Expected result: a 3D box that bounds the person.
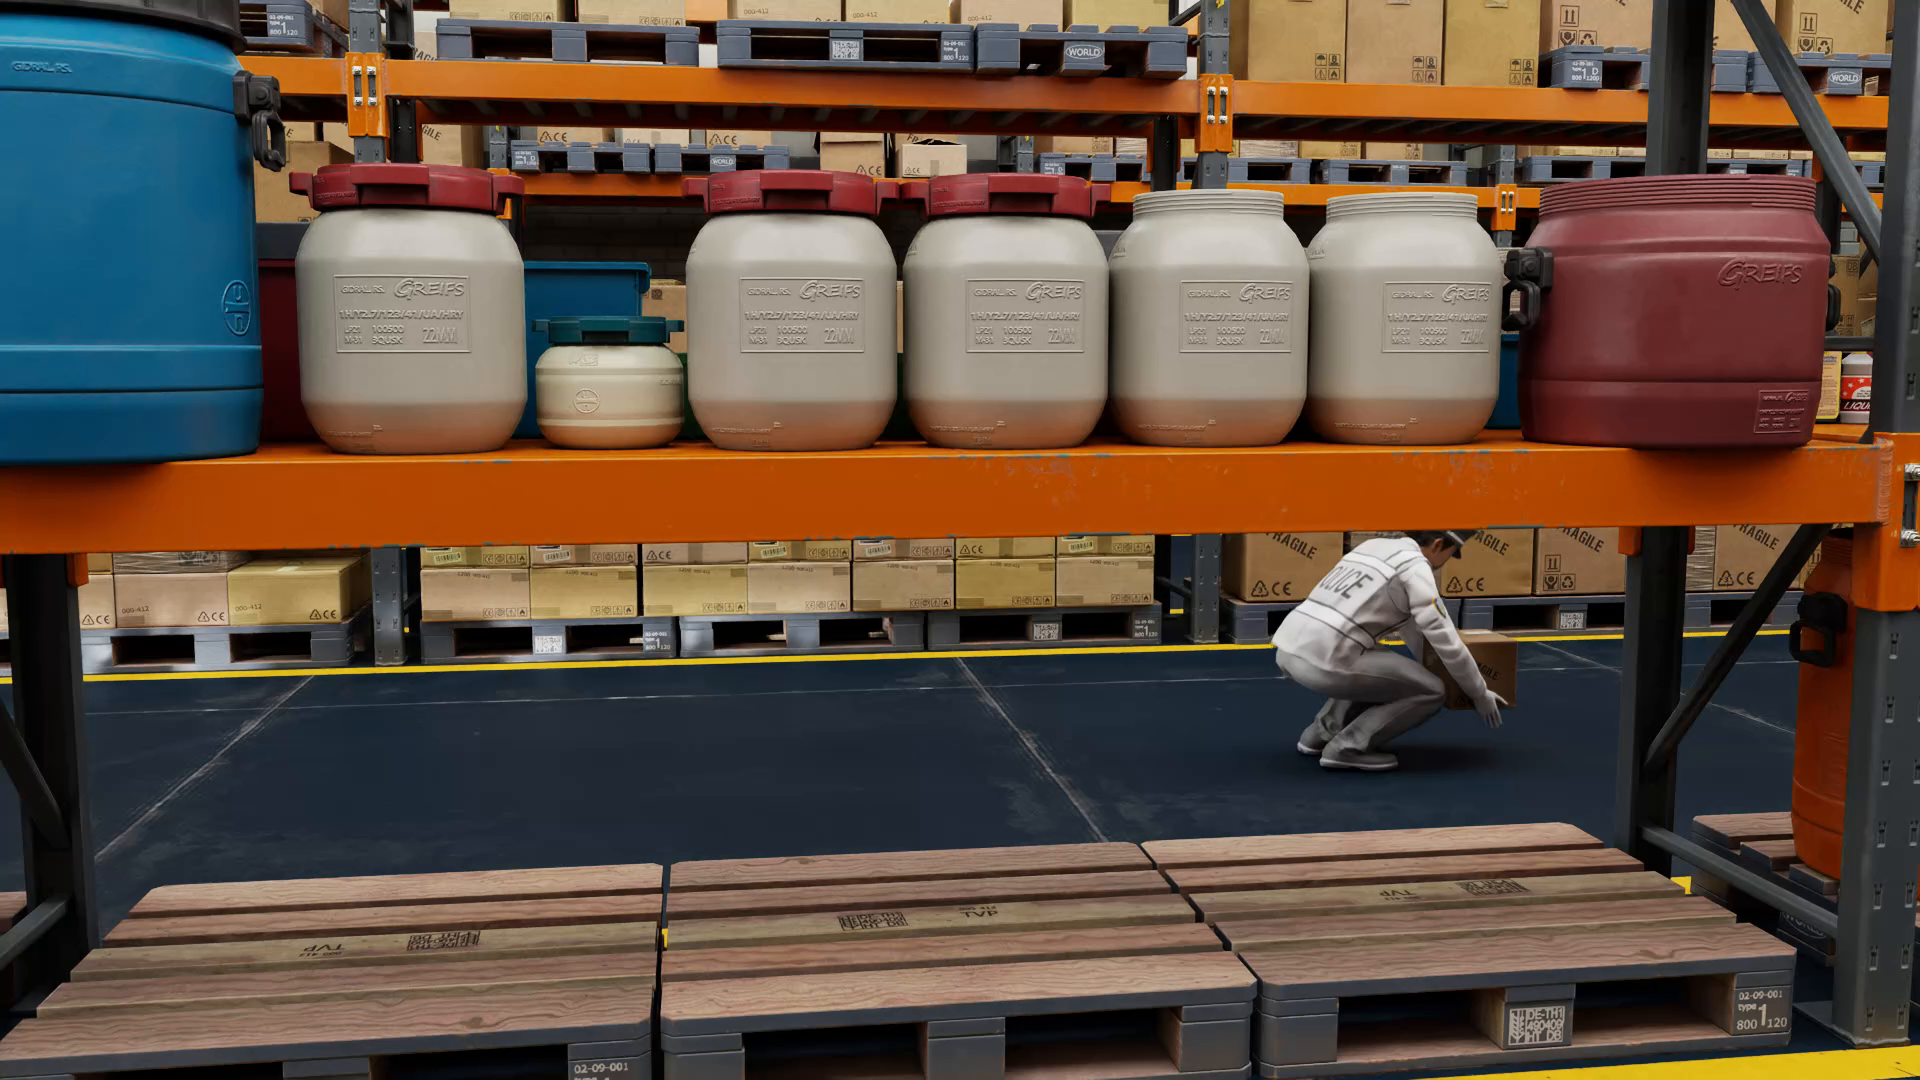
[{"bbox_3d":[1.554,0.334,6.052,0.827,0.970,0.486,-1,7,-9],"label":"person"}]
